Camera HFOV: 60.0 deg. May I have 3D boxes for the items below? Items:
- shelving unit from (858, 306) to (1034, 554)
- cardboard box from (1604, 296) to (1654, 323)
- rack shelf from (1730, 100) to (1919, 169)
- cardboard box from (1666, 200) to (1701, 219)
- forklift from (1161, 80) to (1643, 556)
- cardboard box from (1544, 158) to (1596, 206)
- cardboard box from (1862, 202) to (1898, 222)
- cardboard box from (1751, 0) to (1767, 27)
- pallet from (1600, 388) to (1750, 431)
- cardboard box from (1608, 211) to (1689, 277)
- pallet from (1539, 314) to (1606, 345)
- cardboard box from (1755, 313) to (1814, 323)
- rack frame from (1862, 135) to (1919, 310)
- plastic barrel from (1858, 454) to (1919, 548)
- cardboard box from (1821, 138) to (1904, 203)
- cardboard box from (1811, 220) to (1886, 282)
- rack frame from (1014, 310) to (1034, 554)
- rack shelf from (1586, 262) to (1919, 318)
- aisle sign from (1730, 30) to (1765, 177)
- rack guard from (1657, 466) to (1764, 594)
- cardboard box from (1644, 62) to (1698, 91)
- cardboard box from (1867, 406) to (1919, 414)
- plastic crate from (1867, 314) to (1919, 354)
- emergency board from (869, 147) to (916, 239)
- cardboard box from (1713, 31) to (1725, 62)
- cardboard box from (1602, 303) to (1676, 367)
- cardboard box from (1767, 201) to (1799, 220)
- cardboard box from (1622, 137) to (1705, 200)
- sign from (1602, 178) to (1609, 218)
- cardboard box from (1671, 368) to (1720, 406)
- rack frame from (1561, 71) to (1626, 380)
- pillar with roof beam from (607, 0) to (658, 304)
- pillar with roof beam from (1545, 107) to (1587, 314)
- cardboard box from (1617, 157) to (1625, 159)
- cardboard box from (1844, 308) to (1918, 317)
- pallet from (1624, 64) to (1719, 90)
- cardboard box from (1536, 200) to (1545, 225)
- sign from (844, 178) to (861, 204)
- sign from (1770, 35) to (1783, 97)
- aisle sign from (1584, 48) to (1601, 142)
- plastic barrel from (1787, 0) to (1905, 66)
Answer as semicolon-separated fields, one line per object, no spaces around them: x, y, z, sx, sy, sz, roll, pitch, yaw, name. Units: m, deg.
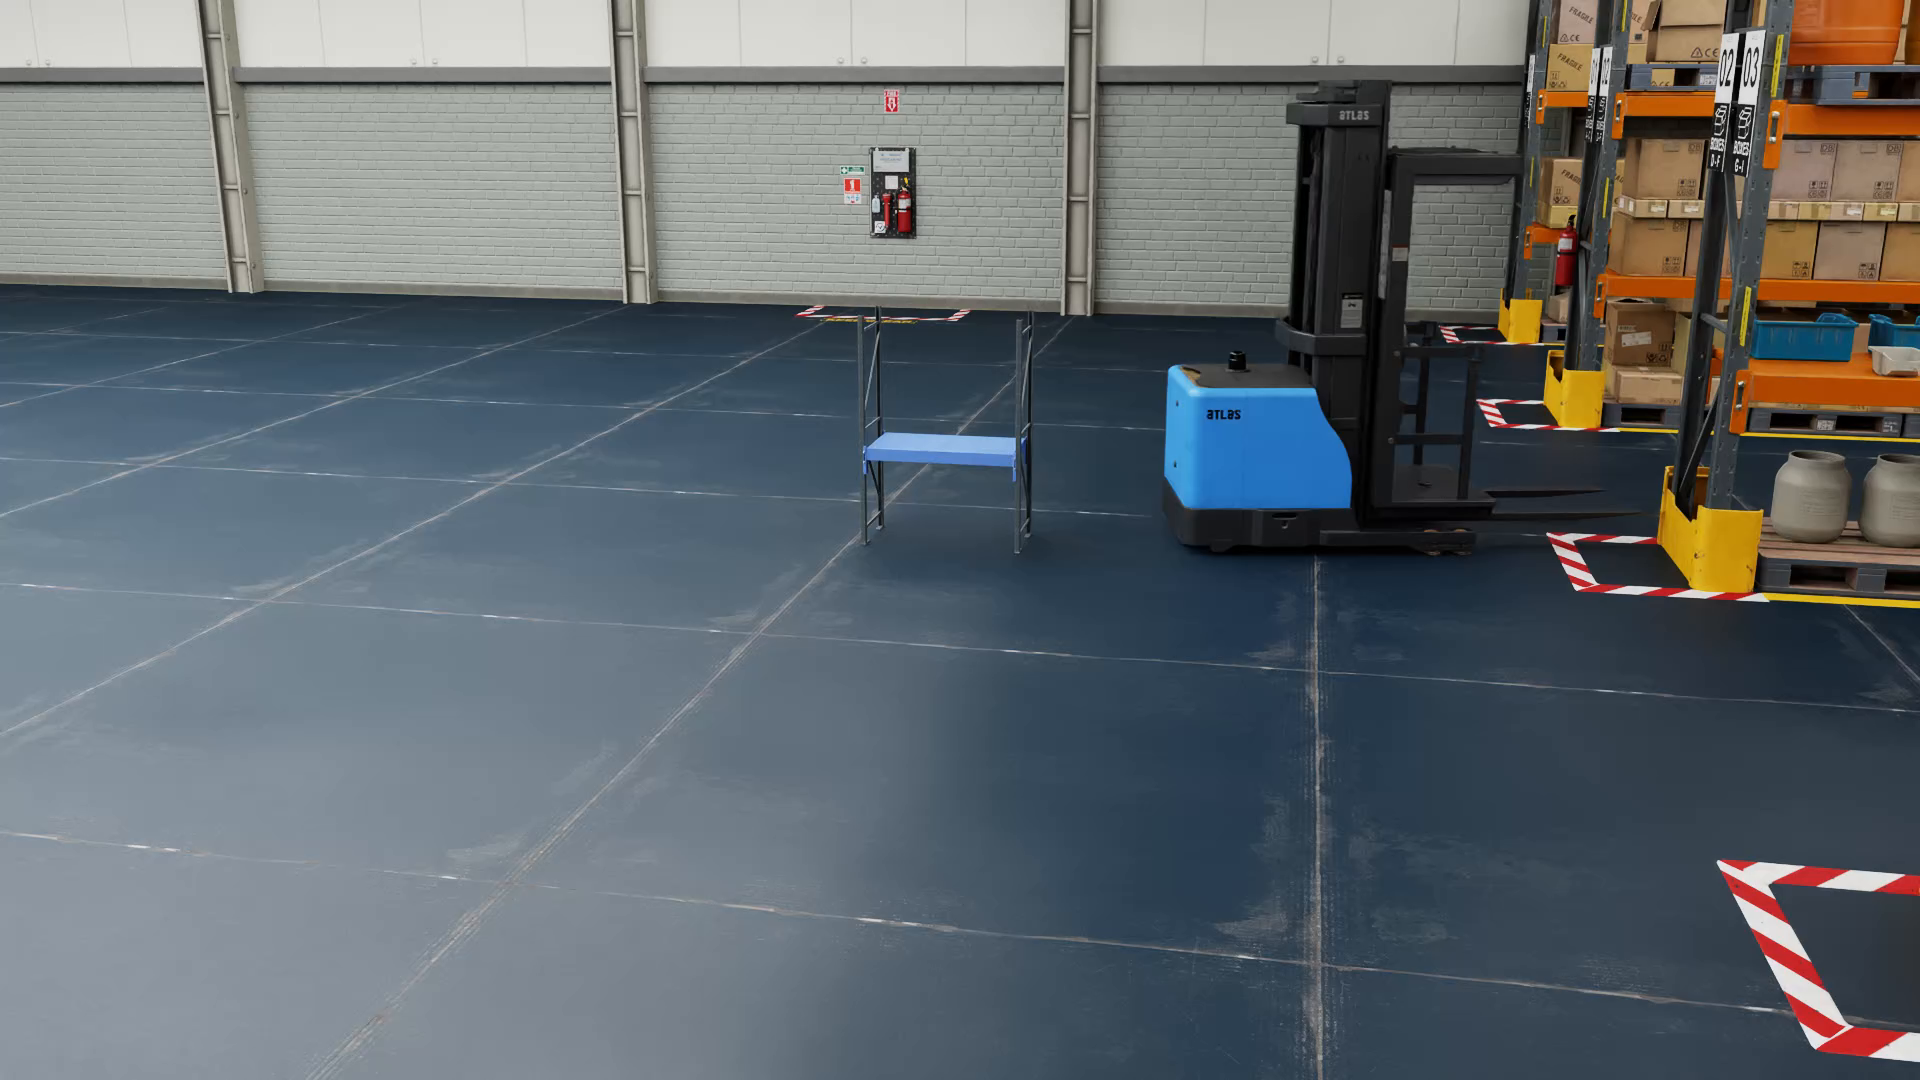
-0.084;-0.727;10.808;1.048;1.500;0.538;3;16;11;shelving unit
7.761;-2.696;19.318;0.500;0.311;0.500;4;16;16;cardboard box
6.528;-2.271;9.301;4.000;0.370;1.077;3;16;11;rack shelf
6.160;-2.845;14.240;0.250;0.149;0.380;3;16;10;cardboard box
2.918;-1.455;10.754;3.031;2.935;1.130;0;15;-1;forklift
6.951;-4.065;18.887;0.500;0.500;0.500;3;16;11;cardboard box
7.665;-2.762;13.942;0.250;0.149;0.380;4;16;13;cardboard box
8.864;-5.650;18.053;0.500;0.500;0.500;3;16;9;cardboard box
6.317;-1.201;14.931;1.213;0.211;1.003;3;16;11;pallet
6.014;-2.594;14.551;0.500;0.500;0.700;3;16;11;cardboard box
7.406;-2.470;19.514;1.213;0.211;1.003;3;16;11;pallet
7.023;-1.677;14.386;0.500;0.500;0.500;3;16;11;cardboard box
10.462;-3.658;18.577;0.127;3.000;1.000;3;16;11;rack frame
5.720;-0.241;10.115;0.421;0.512;0.421;0;15;0;plastic barrel
7.567;-3.137;14.080;0.500;0.500;0.700;3;16;11;cardboard box
7.532;-2.513;14.257;0.500;0.500;0.700;4;16;13;cardboard box
0.415;-0.700;10.711;0.032;1.500;0.500;3;16;11;rack frame
7.519;-2.121;14.378;4.000;0.370;1.077;3;16;11;rack shelf
4.439;-2.459;9.380;0.004;0.787;0.394;3;16;11;aisle sign
4.652;-0.082;10.353;0.348;0.500;1.175;3;16;11;rack guard
7.849;-5.226;18.396;0.500;0.500;0.500;4;16;14;cardboard box
8.000;-1.258;14.280;0.500;0.250;0.500;3;16;11;cardboard box
5.754;-1.223;10.066;0.408;0.251;0.499;3;16;11;plastic crate
-0.893;-4.520;21.691;0.643;1.169;0.194;3;16;11;emergency board
6.740;-4.225;14.239;0.500;0.250;0.500;3;16;11;cardboard box
6.144;-1.862;15.055;0.500;0.500;0.500;3;16;11;cardboard box
6.913;-2.803;14.091;0.250;0.149;0.380;3;16;9;cardboard box
6.066;-3.217;14.368;0.500;0.500;0.700;3;16;11;cardboard box
5.443;-2.885;14.017;0.005;0.325;0.100;3;16;11;sign
6.531;-1.339;14.572;0.500;0.250;0.500;3;16;11;cardboard box
5.559;-2.574;14.667;0.127;3.000;1.000;3;16;11;rack frame
-5.216;-6.463;17.466;0.400;9.000;9.100;3;16;11;pillar with roof beam
6.543;-5.824;15.162;0.400;9.000;9.100;3;16;11;pillar with roof beam
7.538;-4.170;19.267;0.500;0.500;0.500;3;16;12;cardboard box
8.107;-1.760;14.686;0.500;0.500;0.500;3;16;11;cardboard box
6.247;-3.933;14.118;1.213;0.211;1.003;3;16;11;pallet
7.039;-3.834;19.456;0.500;0.250;0.500;3;16;12;cardboard box
-1.414;-4.594;21.890;0.234;0.329;0.001;3;16;11;sign
4.455;-2.585;9.069;0.005;0.325;0.100;3;16;11;sign
5.553;-3.907;14.610;0.004;0.787;0.394;3;16;11;aisle sign
5.070;-3.141;9.502;0.708;0.830;0.600;3;16;11;plastic barrel
